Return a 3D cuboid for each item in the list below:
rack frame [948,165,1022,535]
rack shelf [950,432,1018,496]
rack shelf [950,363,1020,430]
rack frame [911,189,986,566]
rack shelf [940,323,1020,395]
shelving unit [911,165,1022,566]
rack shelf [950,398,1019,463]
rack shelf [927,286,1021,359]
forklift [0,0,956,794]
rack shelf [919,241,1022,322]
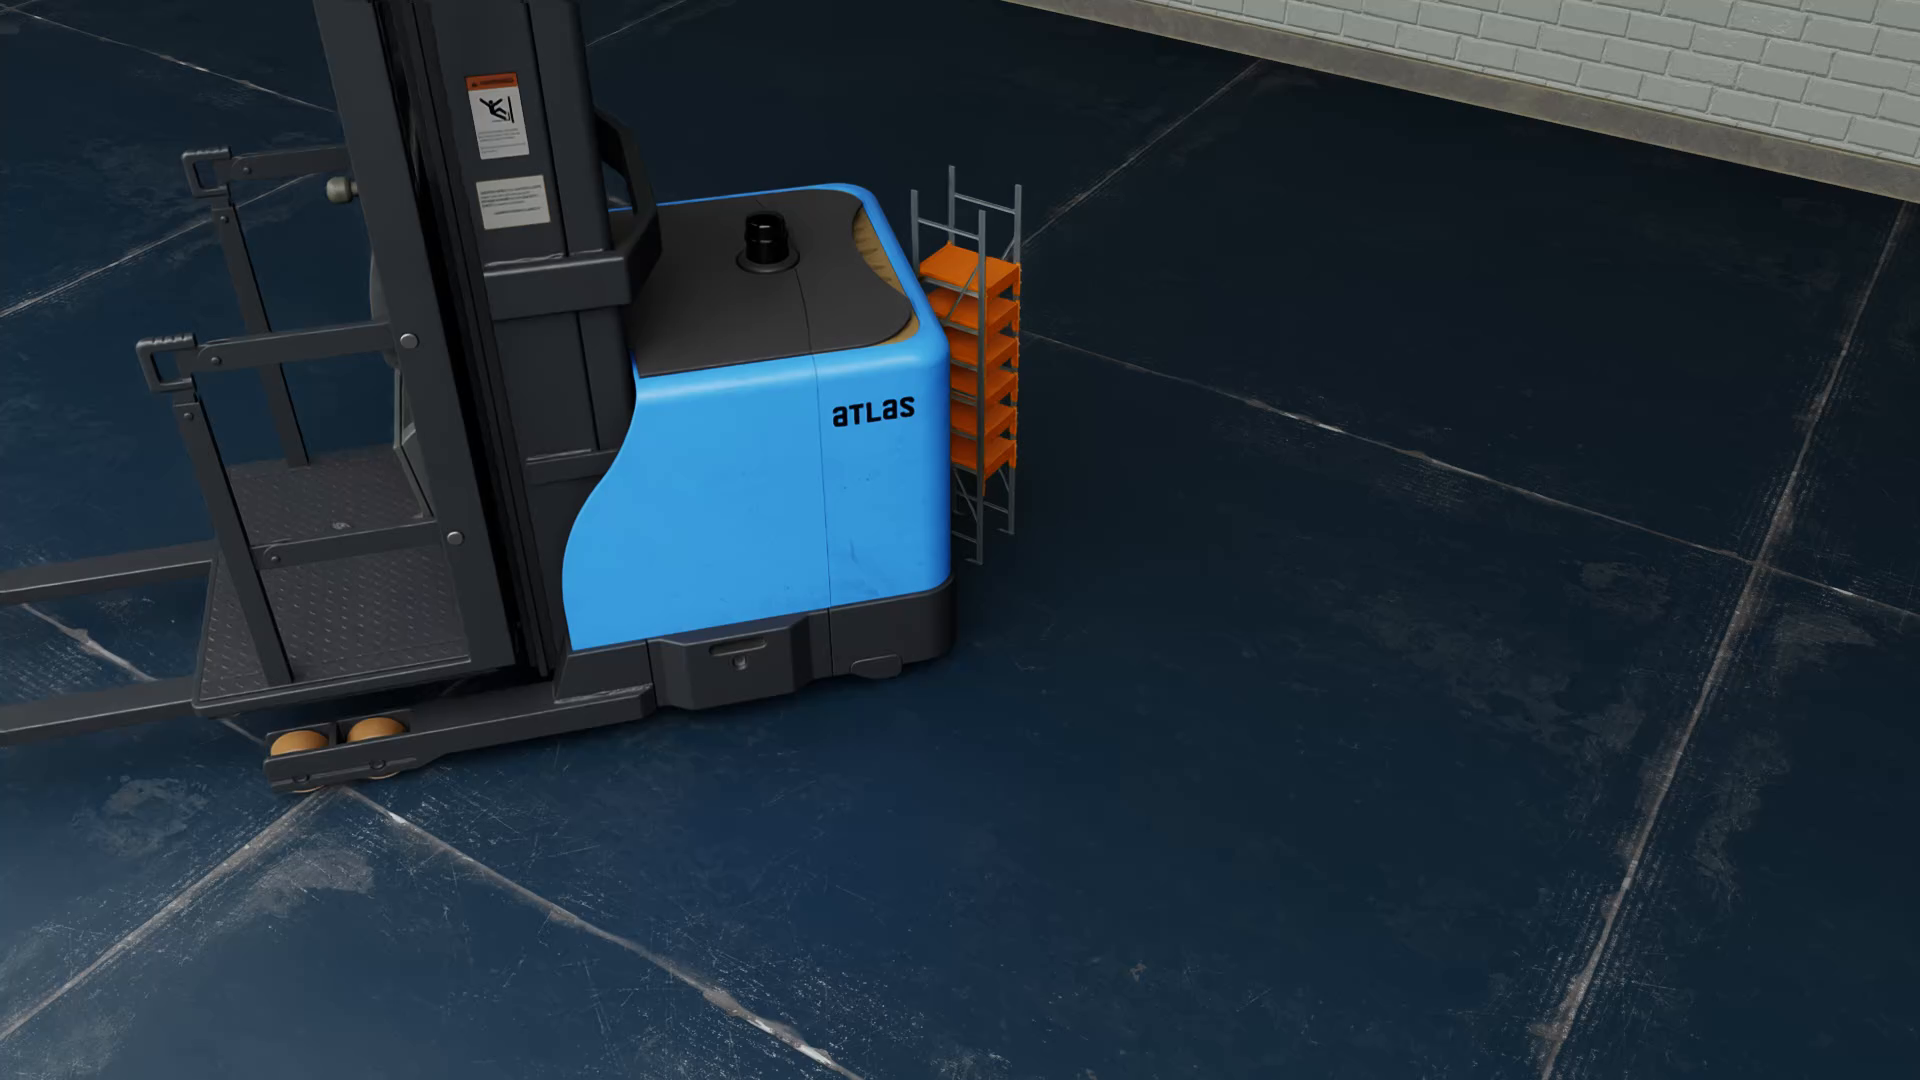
[{"bbox_3d":[0.069,-0.531,4.955,0.240,1.200,0.006,22,43,26],"label":"rack frame"},{"bbox_3d":[0.019,-0.258,5.068,0.258,0.103,0.180,22,43,26],"label":"rack shelf"},{"bbox_3d":[0.019,-0.449,4.922,0.258,0.103,0.180,22,43,26],"label":"rack shelf"},{"bbox_3d":[-0.031,-0.437,4.834,0.240,1.200,0.006,22,43,26],"label":"rack frame"},{"bbox_3d":[0.019,-0.544,4.848,0.258,0.103,0.180,22,43,26],"label":"rack shelf"},{"bbox_3d":[0.019,-0.484,4.895,0.258,1.200,0.189,22,43,26],"label":"shelving unit"},{"bbox_3d":[0.019,-0.354,4.995,0.258,0.103,0.180,22,43,26],"label":"rack shelf"},{"bbox_3d":[0.019,-0.639,4.775,0.258,0.103,0.180,22,43,26],"label":"rack shelf"},{"bbox_3d":[-1.586,-0.853,3.956,3.031,2.935,1.130,-9,39,-12],"label":"forklift"},{"bbox_3d":[0.019,-0.734,4.702,0.258,0.103,0.180,22,43,26],"label":"rack shelf"}]
